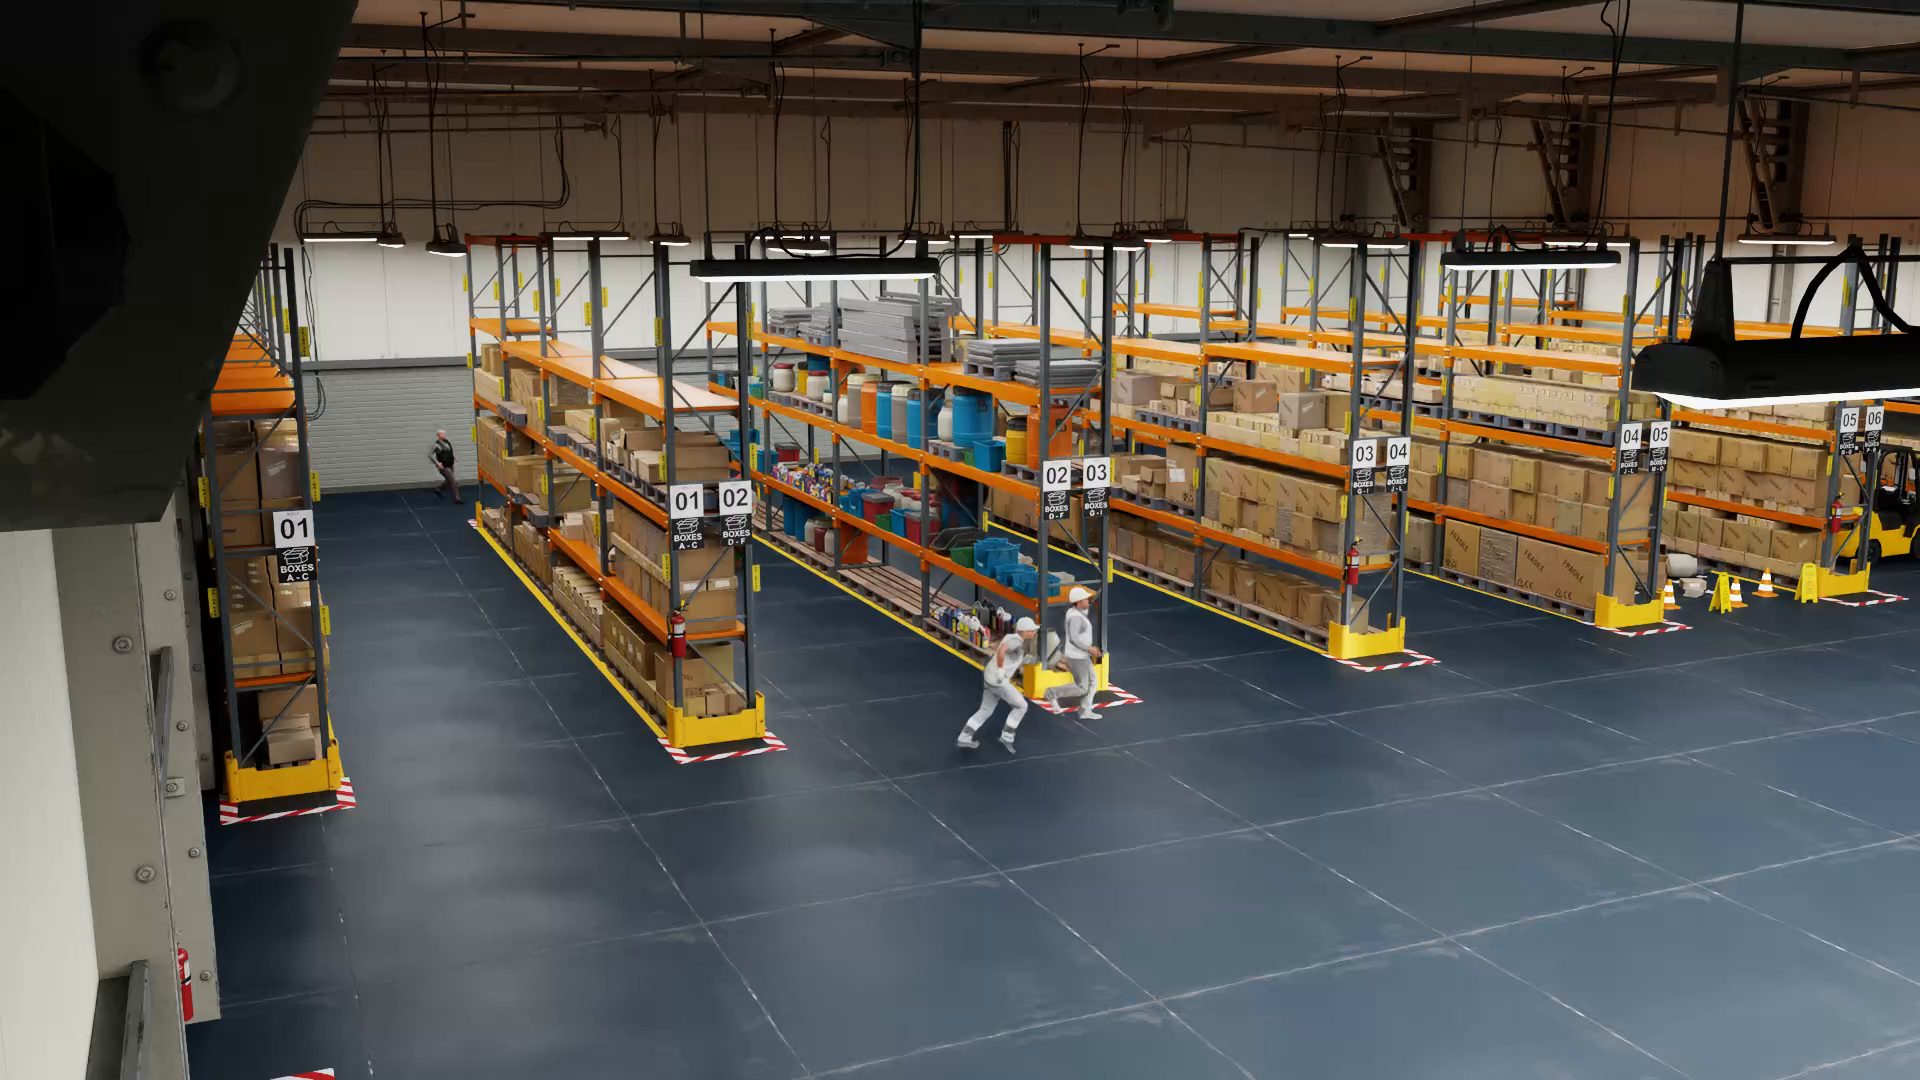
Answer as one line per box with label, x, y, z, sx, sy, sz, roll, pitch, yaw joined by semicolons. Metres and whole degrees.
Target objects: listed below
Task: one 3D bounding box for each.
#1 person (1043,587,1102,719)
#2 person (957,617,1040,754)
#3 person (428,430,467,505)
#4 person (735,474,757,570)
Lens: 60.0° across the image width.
person;1.443;1.449;21.158;0.765;1.735;0.675;1;11;4
person;0.460;1.763;19.787;0.994;1.695;0.716;-1;11;-6
person;-11.494;-1.626;37.107;0.879;1.695;0.684;3;11;13
person;-3.978;-0.345;30.322;0.584;1.783;0.829;-5;12;-25
